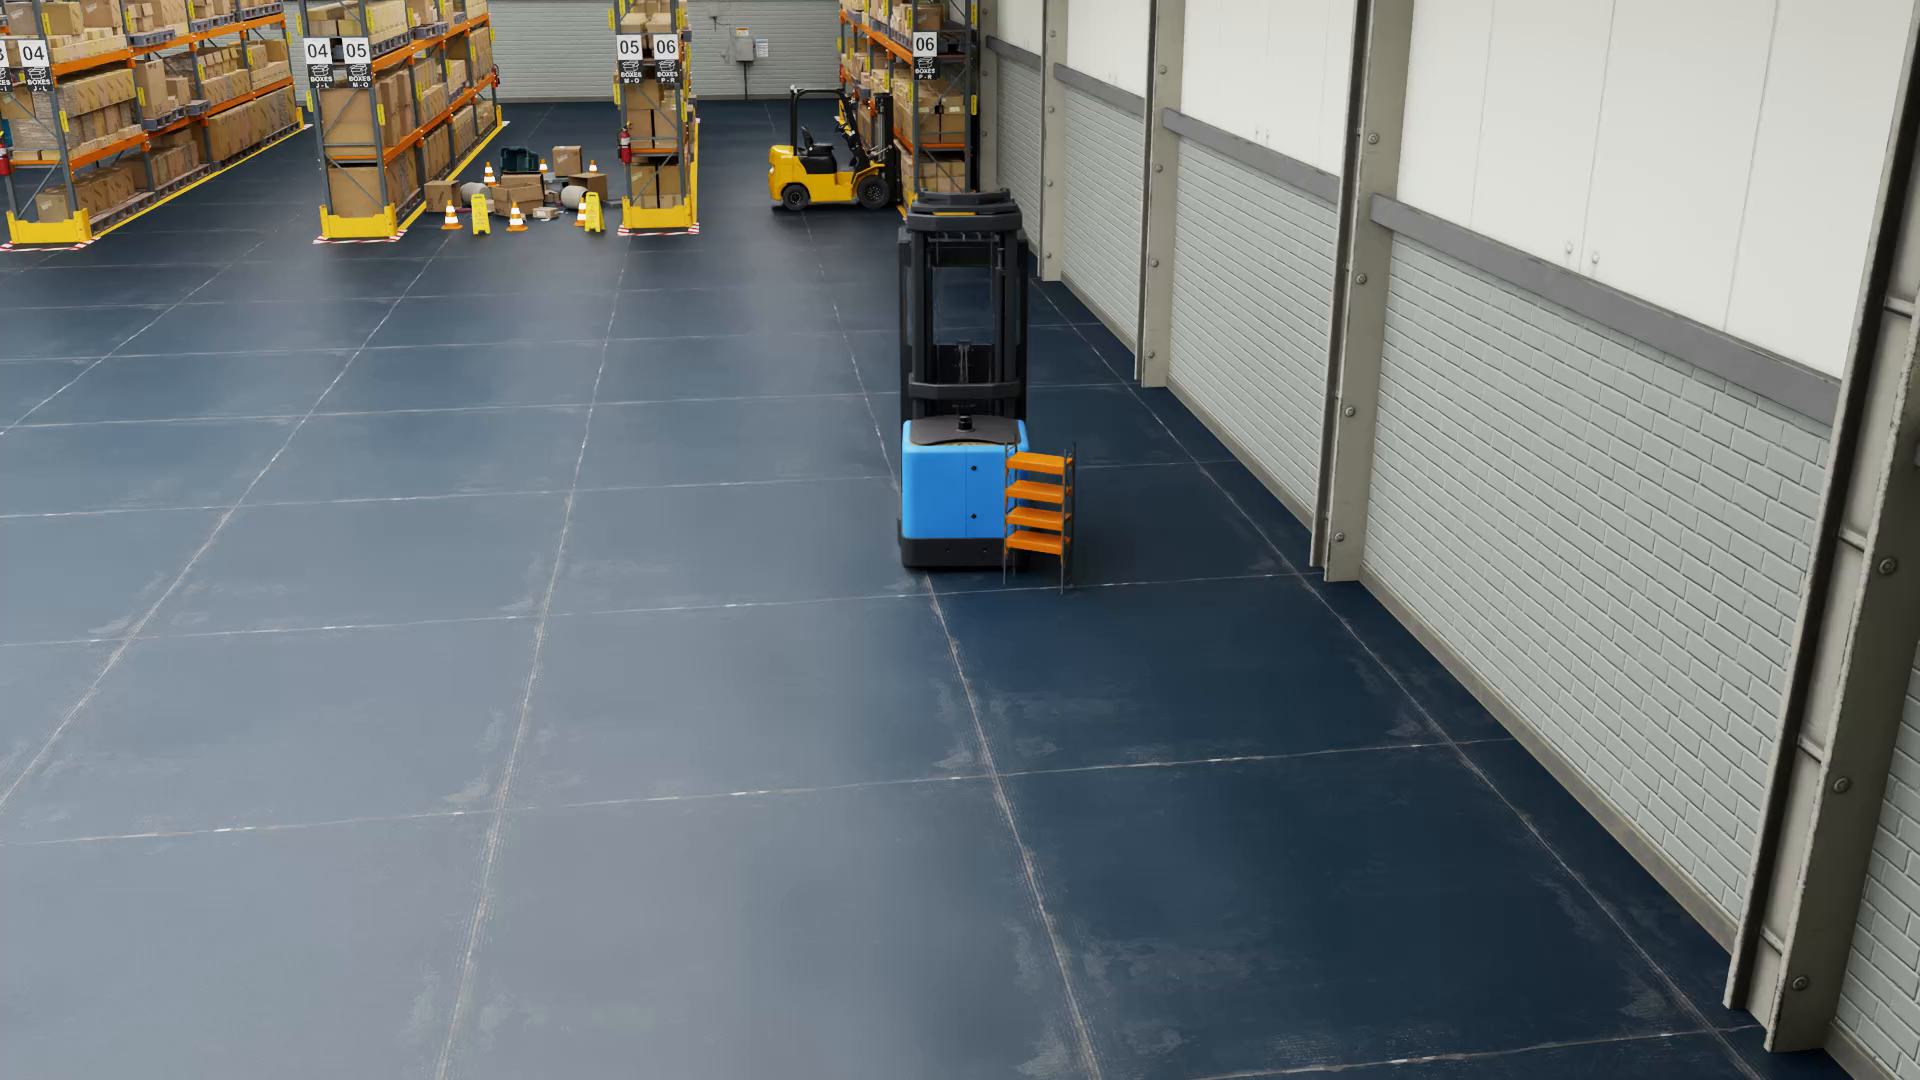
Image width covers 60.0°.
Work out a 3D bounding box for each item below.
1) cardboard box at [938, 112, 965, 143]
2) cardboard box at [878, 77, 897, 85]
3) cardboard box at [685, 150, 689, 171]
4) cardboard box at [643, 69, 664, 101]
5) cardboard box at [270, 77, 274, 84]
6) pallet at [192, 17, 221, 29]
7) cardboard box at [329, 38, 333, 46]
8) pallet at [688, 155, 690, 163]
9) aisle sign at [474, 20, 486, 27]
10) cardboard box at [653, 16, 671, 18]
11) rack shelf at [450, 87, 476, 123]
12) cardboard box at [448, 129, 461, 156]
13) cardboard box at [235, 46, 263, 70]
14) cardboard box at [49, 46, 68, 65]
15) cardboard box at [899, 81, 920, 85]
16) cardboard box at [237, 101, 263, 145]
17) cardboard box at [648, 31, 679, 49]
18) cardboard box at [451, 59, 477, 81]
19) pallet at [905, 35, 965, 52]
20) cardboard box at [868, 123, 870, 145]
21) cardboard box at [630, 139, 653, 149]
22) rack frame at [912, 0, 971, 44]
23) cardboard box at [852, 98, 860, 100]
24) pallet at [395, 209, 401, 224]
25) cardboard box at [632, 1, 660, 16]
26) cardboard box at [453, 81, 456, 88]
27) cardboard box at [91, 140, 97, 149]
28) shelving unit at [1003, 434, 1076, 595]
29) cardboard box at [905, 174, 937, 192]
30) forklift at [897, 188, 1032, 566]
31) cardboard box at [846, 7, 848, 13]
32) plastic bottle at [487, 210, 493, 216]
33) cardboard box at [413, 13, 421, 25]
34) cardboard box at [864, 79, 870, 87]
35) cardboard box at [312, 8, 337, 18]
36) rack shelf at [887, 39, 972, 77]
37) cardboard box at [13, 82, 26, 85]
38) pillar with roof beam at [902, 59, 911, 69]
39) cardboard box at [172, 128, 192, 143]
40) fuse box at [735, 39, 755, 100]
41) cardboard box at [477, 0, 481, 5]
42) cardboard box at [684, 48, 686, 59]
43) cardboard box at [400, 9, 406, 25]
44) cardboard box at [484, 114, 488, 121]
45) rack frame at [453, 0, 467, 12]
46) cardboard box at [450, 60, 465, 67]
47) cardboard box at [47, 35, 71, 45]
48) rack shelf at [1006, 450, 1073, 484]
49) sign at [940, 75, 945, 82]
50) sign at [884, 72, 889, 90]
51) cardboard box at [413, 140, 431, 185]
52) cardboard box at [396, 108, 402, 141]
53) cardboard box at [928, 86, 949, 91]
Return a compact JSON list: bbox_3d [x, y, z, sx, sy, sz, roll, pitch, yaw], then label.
[{"bbox_3d":[-0.112,-7.322,29.466,0.500,0.500,0.500,-2,21,-6],"label":"cardboard box"},{"bbox_3d":[-1.489,-9.462,34.266,0.380,0.149,0.250,-3,21,-9],"label":"cardboard box"},{"bbox_3d":[-5.303,-6.939,30.841,0.500,0.500,0.500,-2,21,-5],"label":"cardboard box"},{"bbox_3d":[-5.692,-8.186,29.922,0.700,0.500,0.500,-3,21,-8],"label":"cardboard box"},{"bbox_3d":[-16.703,-11.035,39.906,0.380,0.149,0.250,-4,21,-9],"label":"cardboard box"},{"bbox_3d":[-16.496,-11.032,35.525,1.003,0.211,1.213,-2,21,-5],"label":"pallet"},{"bbox_3d":[-10.494,-8.183,27.241,0.380,0.149,0.250,-3,21,-8],"label":"cardboard box"},{"bbox_3d":[-6.269,-8.031,35.492,1.003,0.211,1.213,-3,21,-8],"label":"pallet"},{"bbox_3d":[-12.131,-13.352,42.036,0.394,0.787,0.004,-3,21,-8],"label":"aisle sign"},{"bbox_3d":[-5.376,-9.426,30.172,0.380,0.149,0.250,-3,21,-9],"label":"cardboard box"},{"bbox_3d":[-11.552,-9.679,36.946,1.077,0.370,4.000,-3,21,-8],"label":"rack shelf"},{"bbox_3d":[-11.113,-8.607,36.021,0.500,0.500,0.500,-4,21,-10],"label":"cardboard box"},{"bbox_3d":[-16.642,-11.263,38.878,0.500,0.500,0.500,-3,21,-8],"label":"cardboard box"},{"bbox_3d":[-14.847,-7.853,26.957,0.500,0.250,0.500,-2,21,-6],"label":"cardboard box"},{"bbox_3d":[-0.967,-8.666,31.710,0.380,0.149,0.250,-3,21,-9],"label":"cardboard box"},{"bbox_3d":[-16.651,-9.474,37.806,1.225,0.875,0.875,-3,21,-8],"label":"cardboard box"},{"bbox_3d":[-5.036,-8.500,28.264,0.500,0.250,0.500,-3,21,-9],"label":"cardboard box"},{"bbox_3d":[-11.662,-11.079,39.098,0.500,0.500,0.500,-3,21,-9],"label":"cardboard box"},{"bbox_3d":[-0.392,-8.700,29.136,1.003,0.211,1.213,-3,21,-8],"label":"pallet"},{"bbox_3d":[-1.804,-9.195,37.595,0.500,0.500,0.500,-3,21,-9],"label":"cardboard box"},{"bbox_3d":[-5.492,-6.839,28.674,0.380,0.149,0.250,-2,21,-6],"label":"cardboard box"},{"bbox_3d":[-0.315,-9.900,27.937,1.000,3.000,0.127,-3,21,-8],"label":"rack frame"},{"bbox_3d":[-2.565,-10.953,42.301,0.500,0.500,0.500,-3,21,-7],"label":"cardboard box"},{"bbox_3d":[-10.303,-5.520,28.769,1.003,0.211,1.213,-3,21,-8],"label":"pallet"},{"bbox_3d":[-6.013,-10.183,31.881,0.500,0.250,0.500,-2,21,-7],"label":"cardboard box"},{"bbox_3d":[-11.322,-10.027,36.608,0.380,0.149,0.250,-3,21,-7],"label":"cardboard box"},{"bbox_3d":[-15.025,-6.764,28.473,0.380,0.149,0.250,-3,21,-8],"label":"cardboard box"},{"bbox_3d":[0.626,-0.203,13.117,0.503,1.200,0.258,8,22,21],"label":"shelving unit"},{"bbox_3d":[-0.695,-6.386,29.715,0.500,0.250,0.500,-3,21,-8],"label":"cardboard box"},{"bbox_3d":[0.024,-1.623,14.448,1.130,2.935,3.031,0,20,-1],"label":"forklift"},{"bbox_3d":[-2.640,-13.173,41.346,0.380,0.149,0.250,-2,21,-7],"label":"cardboard box"},{"bbox_3d":[-8.533,-5.906,30.016,0.133,0.061,0.283,-11,23,-26],"label":"plastic bottle"},{"bbox_3d":[-10.747,-10.183,32.429,0.396,0.266,0.258,-3,21,-8],"label":"cardboard box"},{"bbox_3d":[-1.943,-10.147,36.930,0.380,0.149,0.250,-3,21,-7],"label":"cardboard box"},{"bbox_3d":[-10.566,-8.733,27.575,0.380,0.149,0.250,-3,21,-7],"label":"cardboard box"},{"bbox_3d":[-0.604,-8.851,30.441,1.077,0.370,4.000,-3,21,-8],"label":"rack shelf"},{"bbox_3d":[-15.435,-7.344,27.669,0.500,0.500,0.500,-3,21,-8],"label":"cardboard box"},{"bbox_3d":[-5.514,-14.125,39.247,9.100,9.000,0.400,-3,21,-8],"label":"pillar with roof beam"},{"bbox_3d":[-16.060,-8.264,34.003,0.500,0.250,0.500,-2,21,-6],"label":"cardboard box"},{"bbox_3d":[-6.269,-13.781,48.743,0.539,1.711,0.414,-3,21,-8],"label":"fuse box"},{"bbox_3d":[-11.953,-13.161,40.455,0.500,0.250,0.500,-3,21,-7],"label":"cardboard box"},{"bbox_3d":[-6.349,-10.658,36.967,0.500,0.500,0.500,-2,21,-6],"label":"cardboard box"},{"bbox_3d":[-10.362,-9.499,30.195,0.500,0.250,0.500,-3,21,-8],"label":"cardboard box"},{"bbox_3d":[-11.809,-10.384,40.854,0.380,0.149,0.250,-3,21,-7],"label":"cardboard box"},{"bbox_3d":[-11.840,-13.519,37.625,1.000,3.000,0.127,-3,21,-8],"label":"rack frame"},{"bbox_3d":[-11.589,-10.937,38.195,0.380,0.149,0.250,-2,21,-5],"label":"cardboard box"},{"bbox_3d":[-14.913,-8.241,27.426,0.380,0.149,0.250,-2,21,-6],"label":"cardboard box"},{"bbox_3d":[0.626,-0.571,12.980,0.480,0.148,0.258,8,22,21],"label":"rack shelf"},{"bbox_3d":[-0.343,-8.946,32.605,0.100,0.325,0.005,-3,21,-8],"label":"sign"},{"bbox_3d":[-1.428,-8.950,32.423,0.100,0.325,0.005,-3,21,-8],"label":"sign"},{"bbox_3d":[-10.866,-7.292,32.142,1.050,0.750,0.750,-3,21,-8],"label":"cardboard box"},{"bbox_3d":[-10.383,-7.321,29.391,0.875,0.550,0.500,-3,21,-8],"label":"cardboard box"},{"bbox_3d":[-0.389,-8.335,30.826,0.380,0.149,0.250,-2,21,-6],"label":"cardboard box"}]
